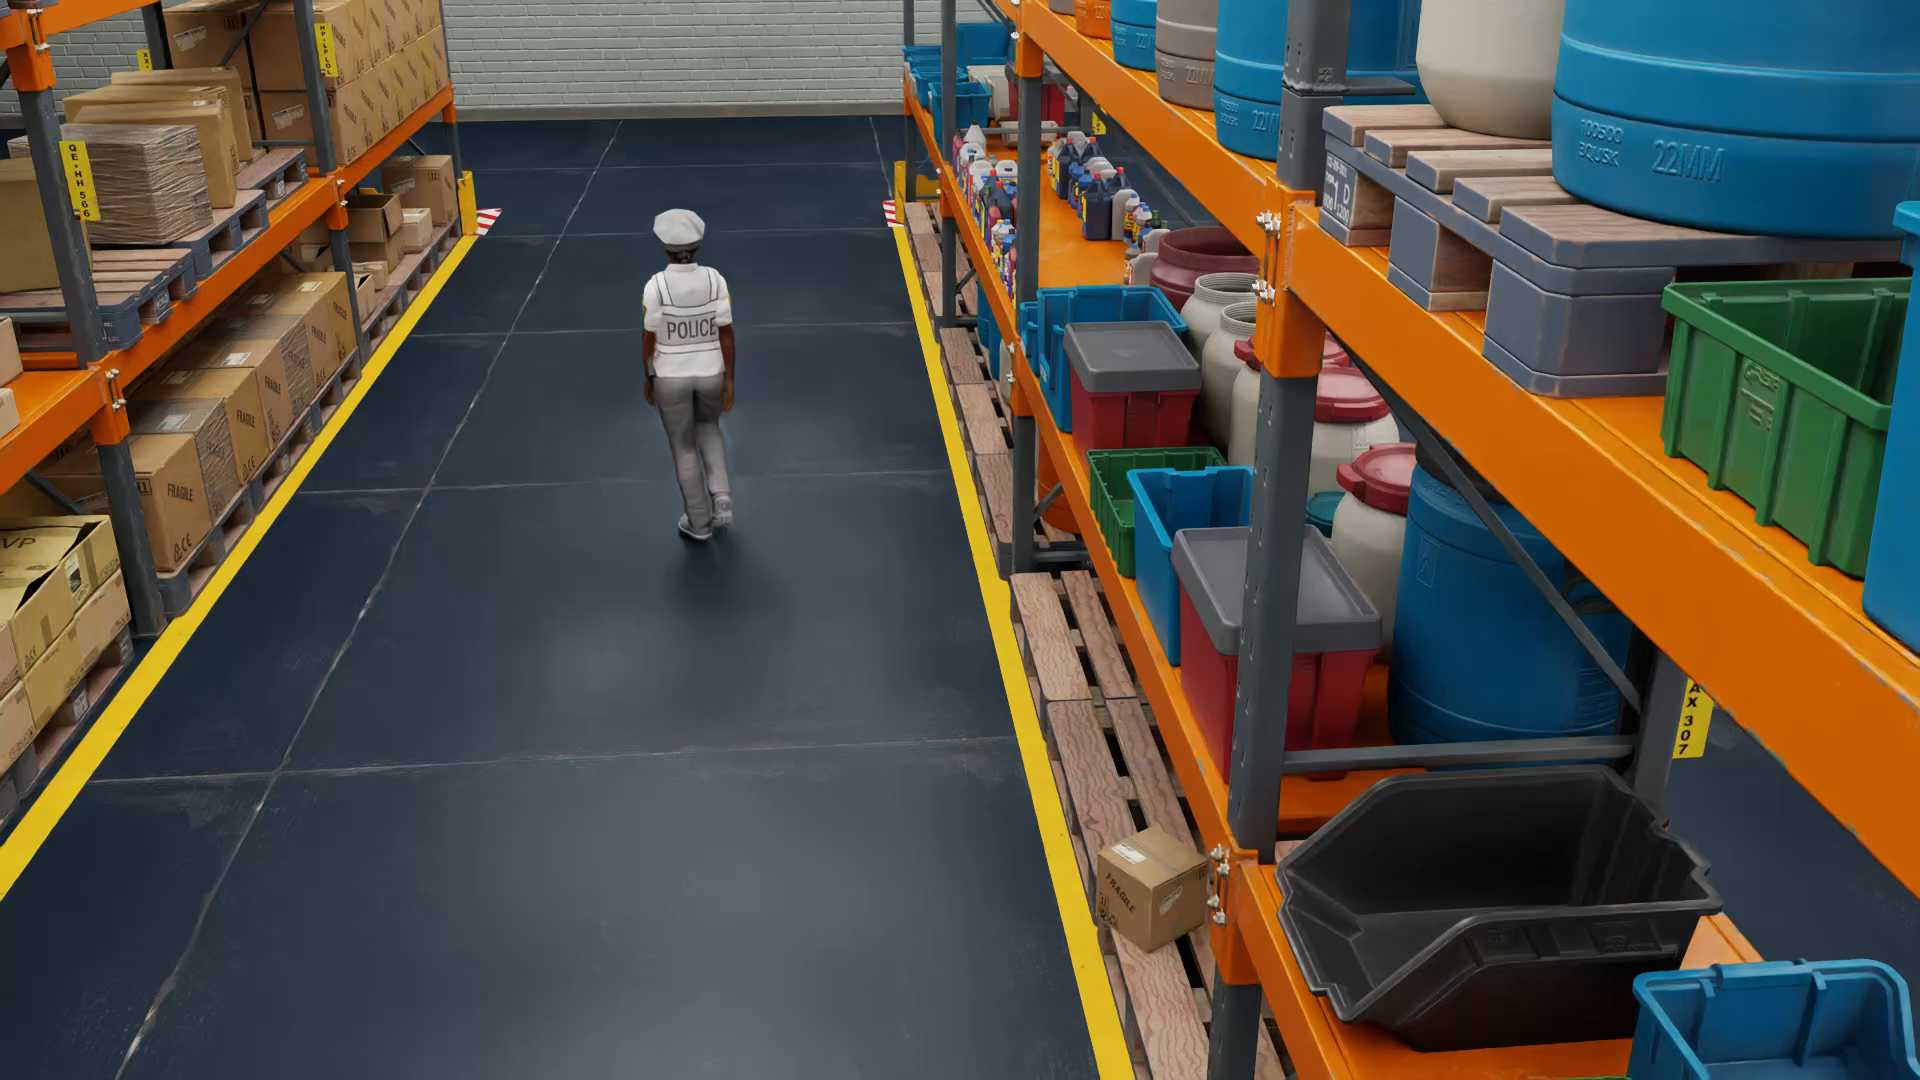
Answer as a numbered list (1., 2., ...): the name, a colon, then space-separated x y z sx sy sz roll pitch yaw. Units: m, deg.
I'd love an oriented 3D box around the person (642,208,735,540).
1. person: -1.387 -0.827 8.410 0.440 1.714 0.441 -13 27 -27
